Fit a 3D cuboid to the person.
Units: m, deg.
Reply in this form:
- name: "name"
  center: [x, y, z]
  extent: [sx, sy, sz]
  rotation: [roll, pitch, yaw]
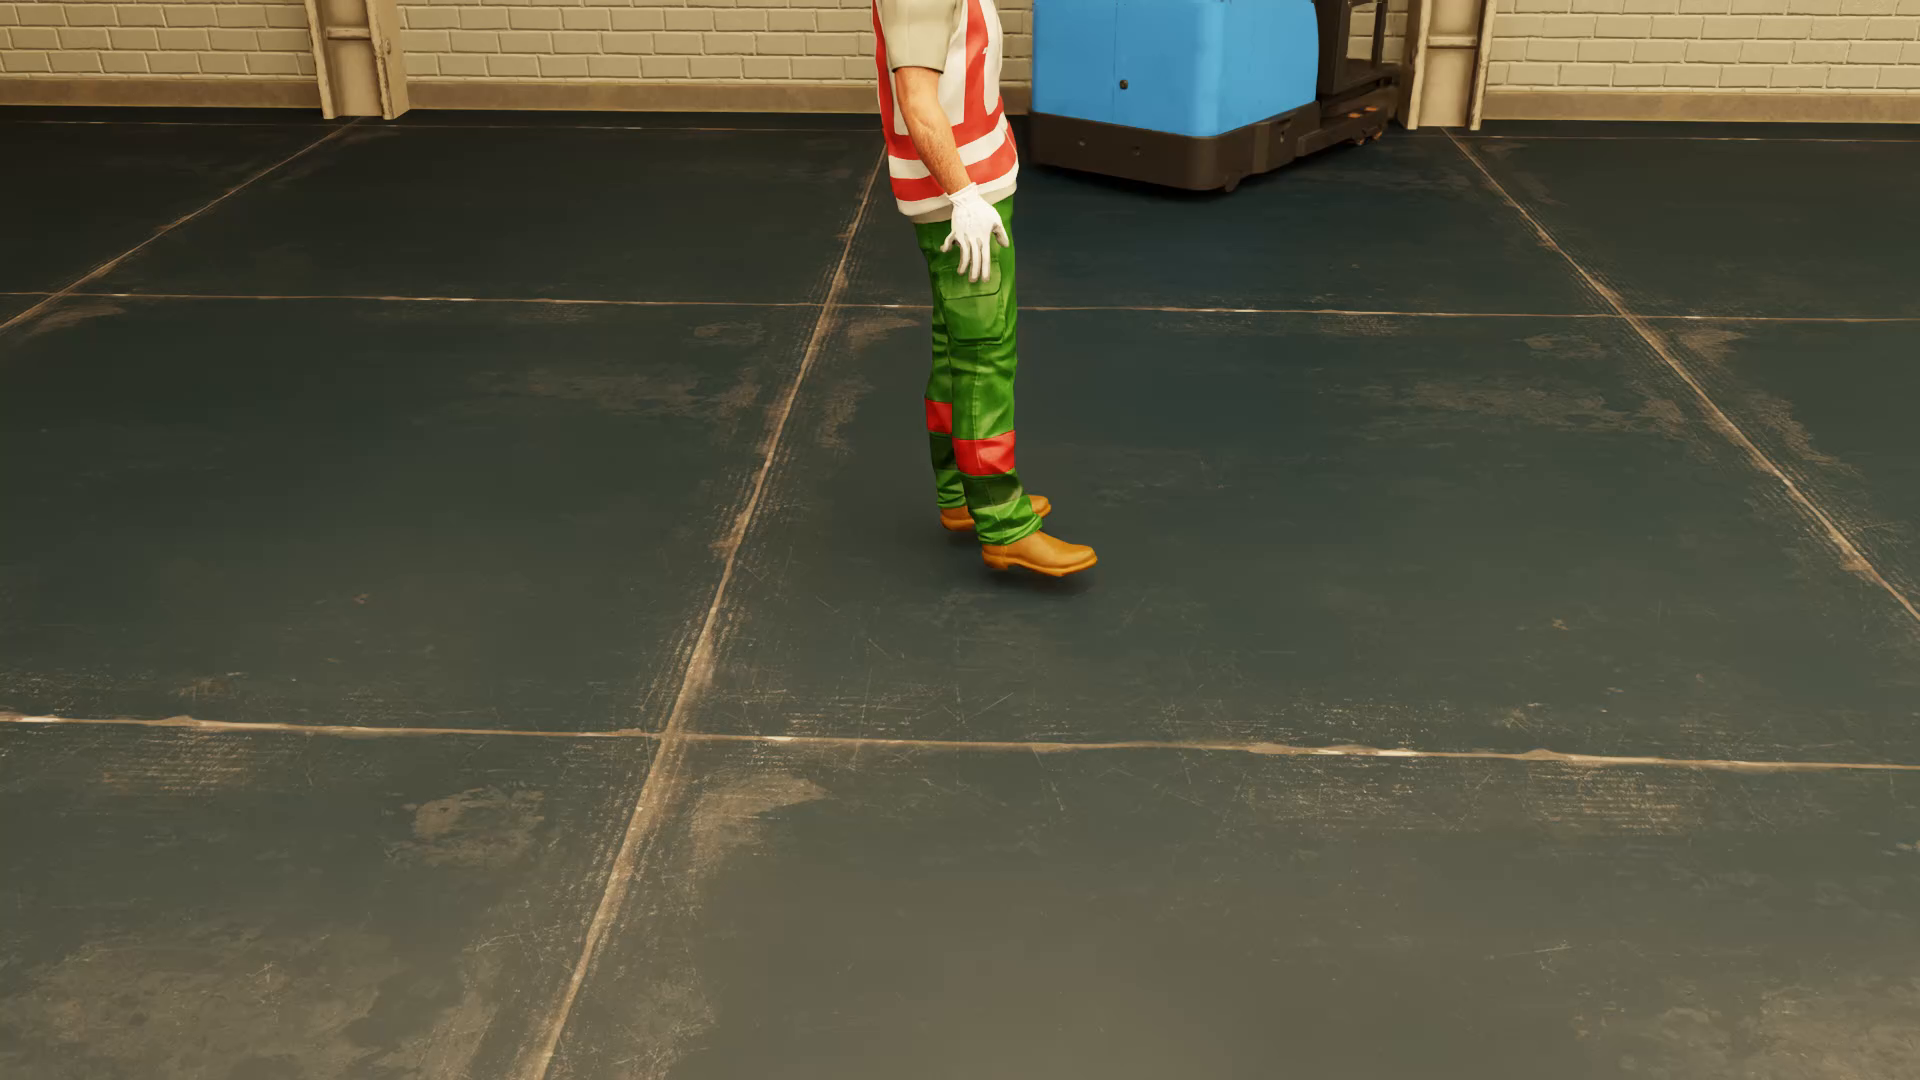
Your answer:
- name: "person"
  center: [0.079, -0.838, 4.090]
  extent: [0.564, 1.787, 0.637]
  rotation: [1, 26, 2]

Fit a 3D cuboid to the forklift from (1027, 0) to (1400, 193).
- name: "forklift"
  center: [1.623, -3.499, 8.302]
  extent: [1.130, 2.935, 3.031]
  rotation: [19, 32, 33]
